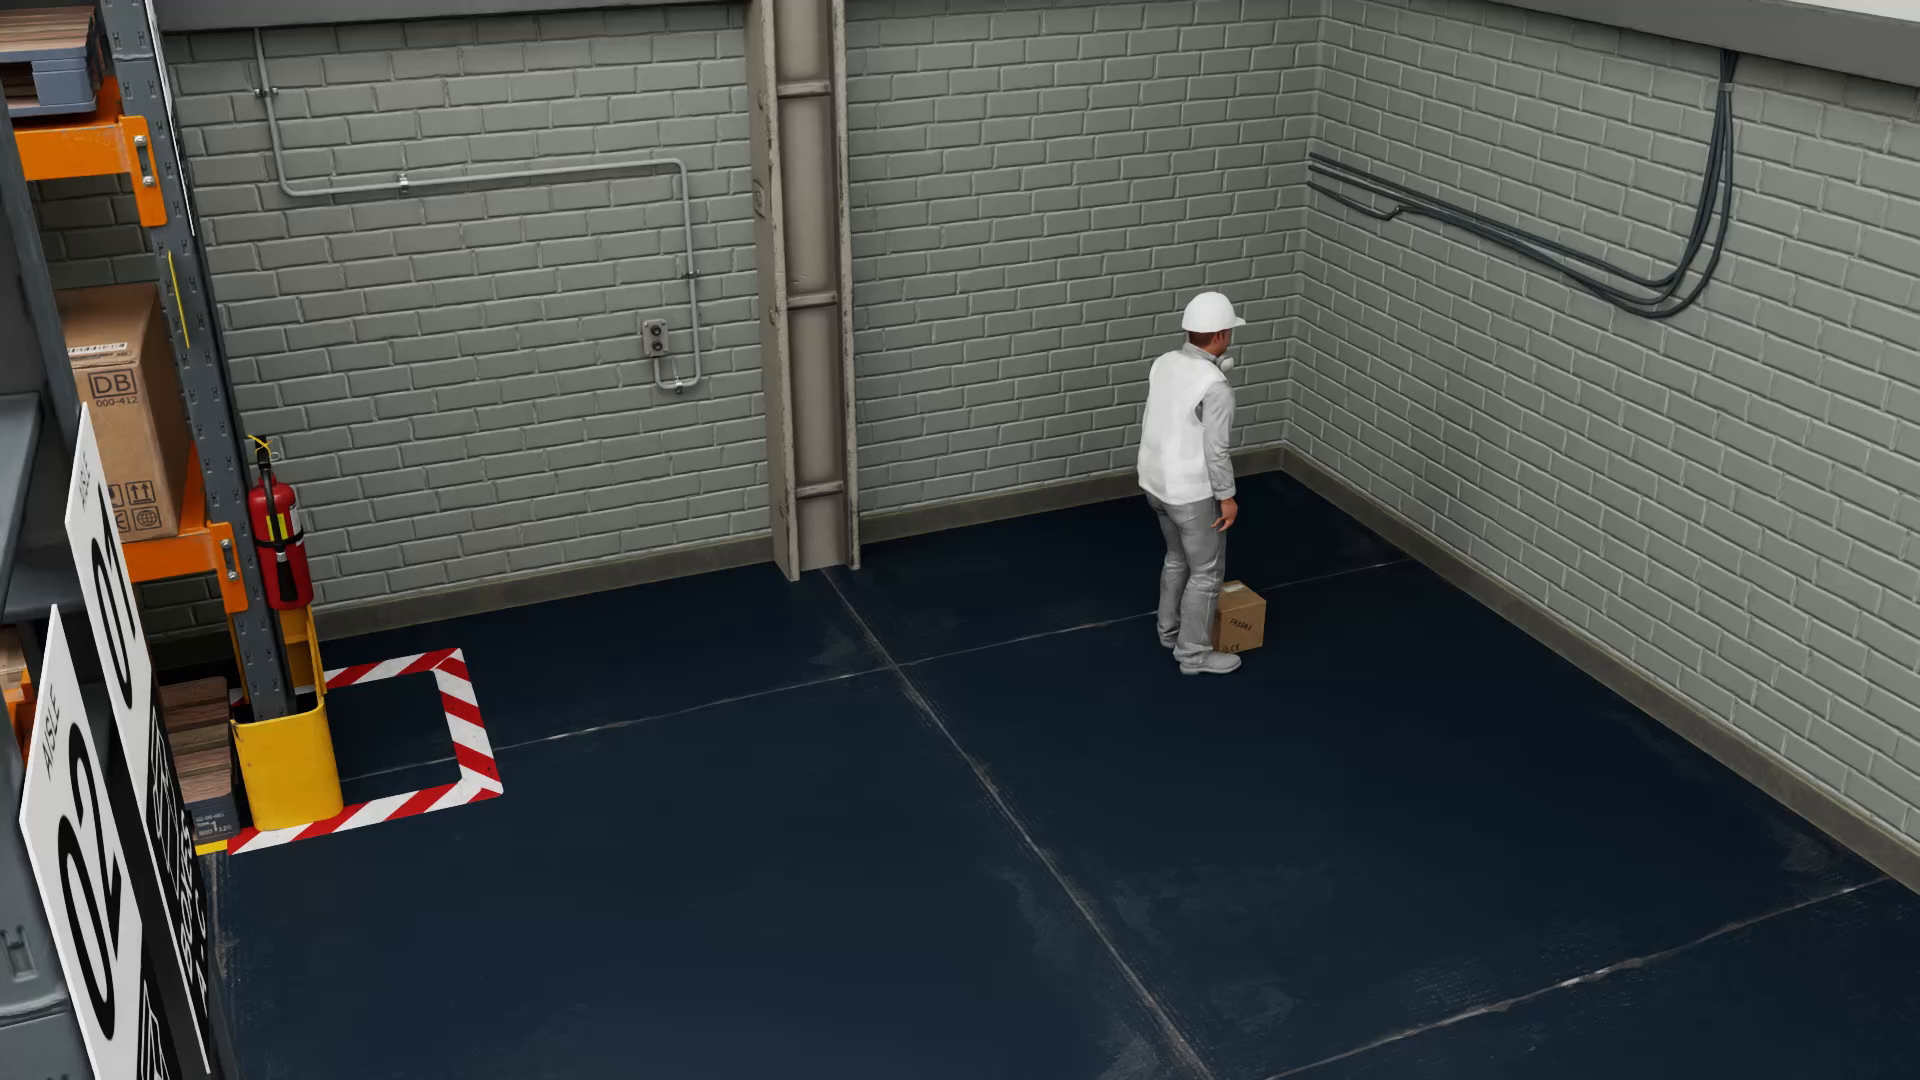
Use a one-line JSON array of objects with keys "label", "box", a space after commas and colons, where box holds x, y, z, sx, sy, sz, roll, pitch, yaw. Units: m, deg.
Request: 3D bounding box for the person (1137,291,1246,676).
[{"label": "person", "box": [1.064, -0.265, 7.631, 0.474, 1.771, 0.593, -12, 28, -24]}]
